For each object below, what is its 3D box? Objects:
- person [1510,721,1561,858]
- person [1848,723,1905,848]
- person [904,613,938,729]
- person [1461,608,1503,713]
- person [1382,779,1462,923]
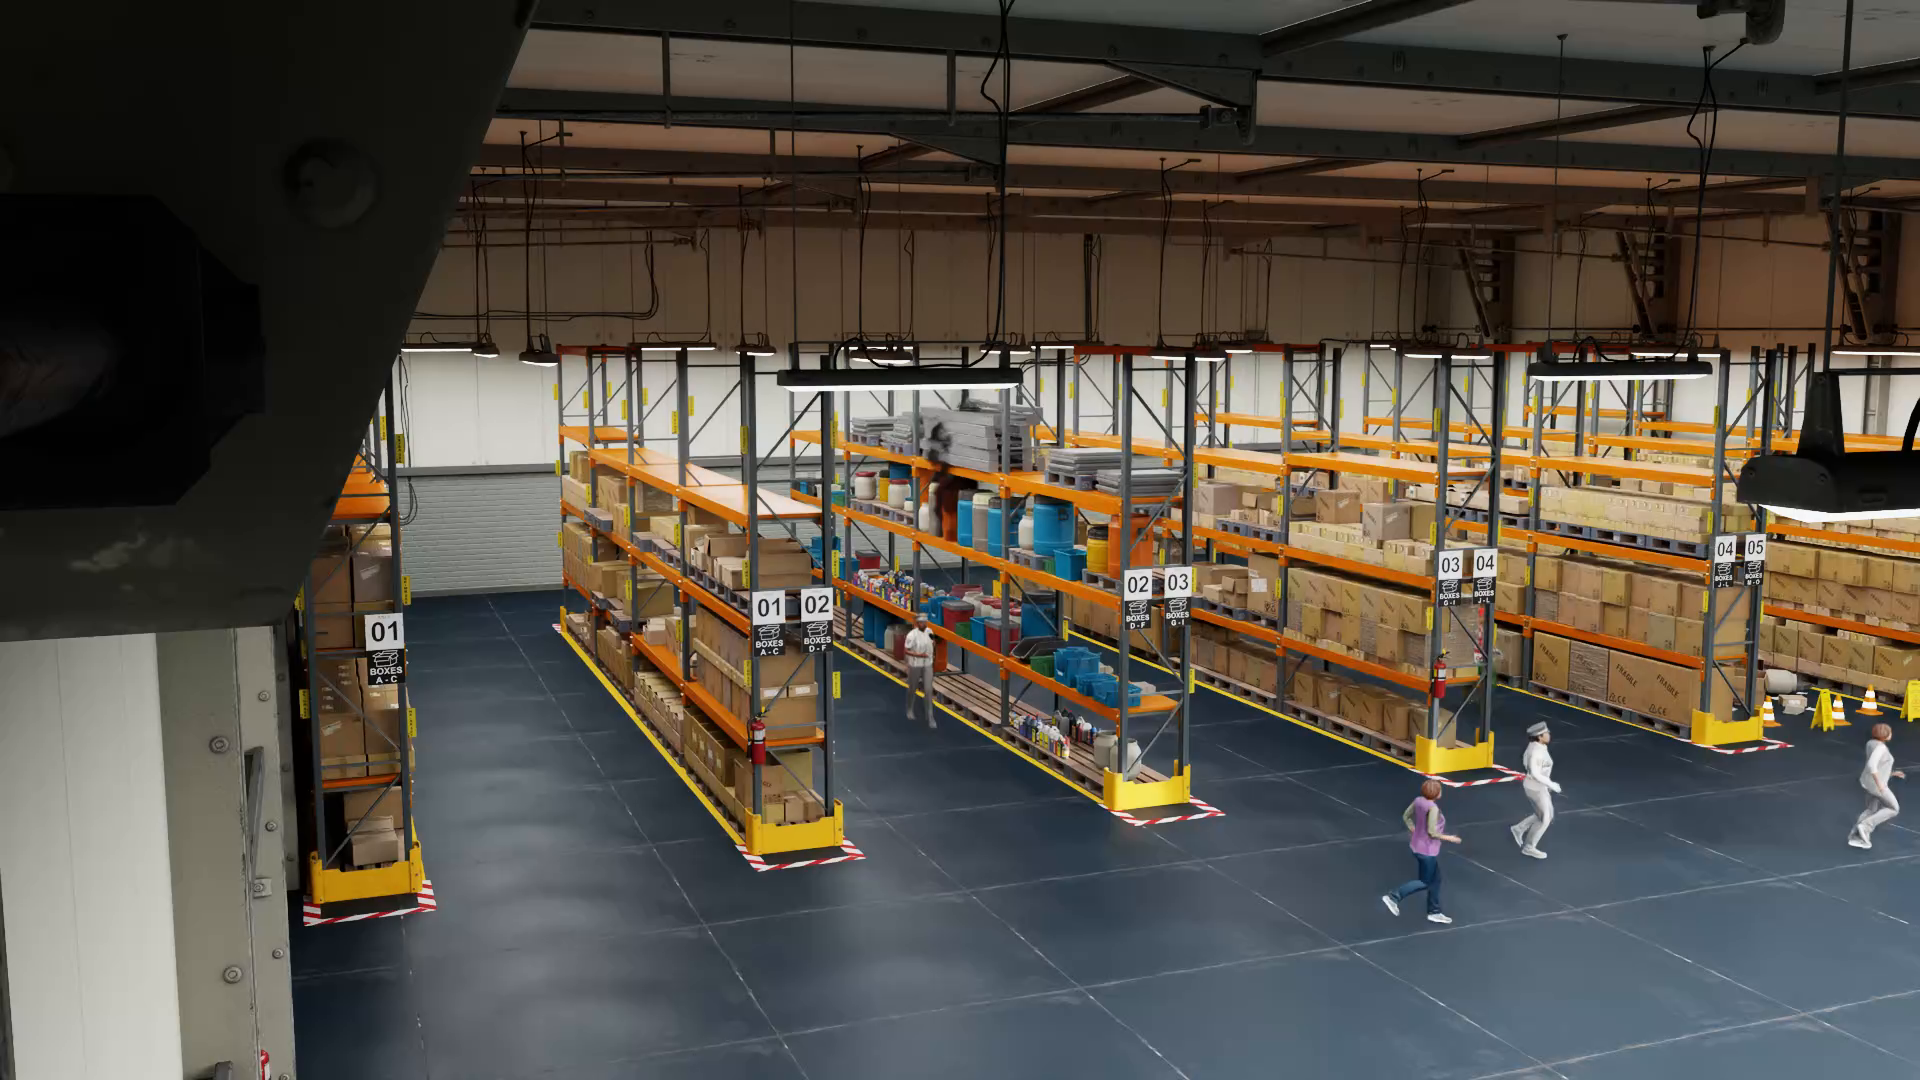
[{"bbox_3d":[6.932,2.988,19.934,0.497,1.664,0.639,2,8,16],"label":"person"},{"bbox_3d":[11.193,2.995,20.241,0.619,1.556,0.515,1,7,7],"label":"person"},{"bbox_3d":[-0.596,1.969,25.540,0.596,1.774,0.732,-3,8,-24],"label":"person"},{"bbox_3d":[8.638,1.991,27.530,0.672,1.741,0.592,-4,8,-30],"label":"person"},{"bbox_3d":[4.875,3.319,17.682,0.809,1.589,0.525,-1,7,-6],"label":"person"}]
